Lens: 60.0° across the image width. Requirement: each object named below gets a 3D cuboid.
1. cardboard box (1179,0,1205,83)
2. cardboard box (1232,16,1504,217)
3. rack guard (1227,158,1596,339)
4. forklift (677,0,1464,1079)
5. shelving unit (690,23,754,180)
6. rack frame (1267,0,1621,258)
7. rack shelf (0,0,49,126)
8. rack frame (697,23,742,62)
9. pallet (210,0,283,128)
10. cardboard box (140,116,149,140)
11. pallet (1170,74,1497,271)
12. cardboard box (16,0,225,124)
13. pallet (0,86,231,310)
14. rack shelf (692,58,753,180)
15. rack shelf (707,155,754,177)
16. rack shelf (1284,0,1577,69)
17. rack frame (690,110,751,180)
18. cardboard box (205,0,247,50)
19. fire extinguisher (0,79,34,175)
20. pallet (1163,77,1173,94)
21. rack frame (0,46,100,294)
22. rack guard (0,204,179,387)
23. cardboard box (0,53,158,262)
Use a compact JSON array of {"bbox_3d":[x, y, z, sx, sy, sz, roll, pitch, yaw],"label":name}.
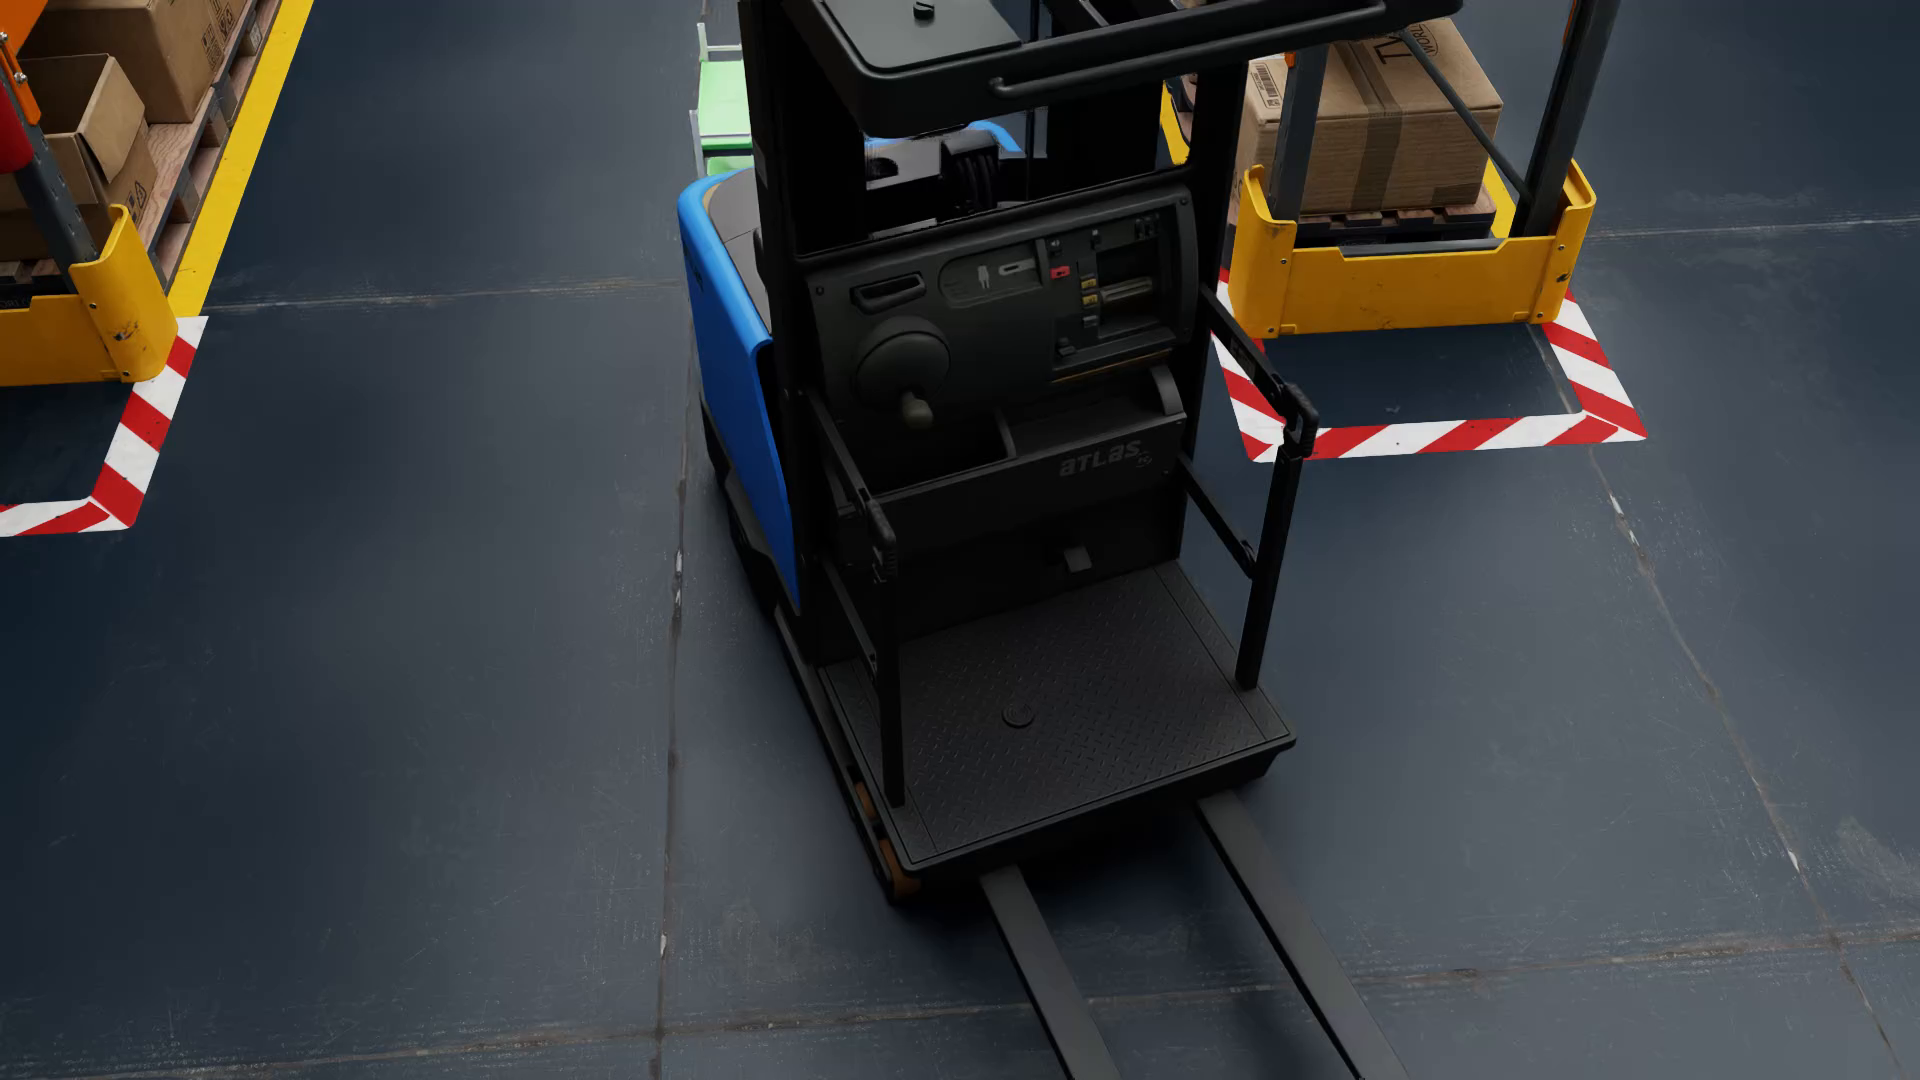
[{"bbox_3d":[1.335,-2.318,6.855,0.875,0.438,0.875,-2,47,-2],"label":"cardboard box"},{"bbox_3d":[1.420,-1.657,6.228,0.875,0.438,0.875,-5,47,-5],"label":"cardboard box"},{"bbox_3d":[1.576,-1.045,5.895,1.175,0.500,0.348,-3,47,-3],"label":"rack guard"},{"bbox_3d":[0.196,-0.428,3.637,1.130,2.935,3.031,-16,49,-15],"label":"forklift"},{"bbox_3d":[-0.669,-0.995,5.366,0.258,1.200,0.503,-3,47,-3],"label":"shelving unit"},{"bbox_3d":[1.574,-1.922,5.004,1.000,3.000,0.127,-3,47,-3],"label":"rack frame"},{"bbox_3d":[-3.539,-2.817,6.348,1.077,0.370,4.000,-3,47,-3],"label":"rack shelf"},{"bbox_3d":[-0.685,-1.172,5.534,0.240,1.200,0.015,-3,47,-3],"label":"rack frame"},{"bbox_3d":[-3.545,-2.171,7.161,1.003,0.211,1.213,-3,47,-3],"label":"pallet"},{"bbox_3d":[-3.325,-1.540,6.316,0.380,0.149,0.250,-5,47,-5],"label":"cardboard box"},{"bbox_3d":[1.430,-1.537,6.560,1.003,0.211,1.213,-3,47,-3],"label":"pallet"},{"bbox_3d":[-3.361,-1.971,6.484,0.700,0.500,0.500,-2,47,-2],"label":"cardboard box"},{"bbox_3d":[-3.446,-1.290,6.327,1.003,0.211,1.213,-3,47,-3],"label":"pallet"},{"bbox_3d":[-0.669,-1.281,5.064,0.258,0.148,0.480,-3,47,-3],"label":"rack shelf"},{"bbox_3d":[-0.669,-1.116,5.238,0.258,0.148,0.480,-3,47,-3],"label":"rack shelf"},{"bbox_3d":[1.407,-3.122,6.636,1.077,0.370,4.000,-3,47,-3],"label":"rack shelf"},{"bbox_3d":[-0.654,-0.818,5.199,0.240,1.200,0.015,-3,47,-3],"label":"rack frame"},{"bbox_3d":[-3.306,-2.360,6.852,0.500,0.500,0.500,-3,47,-3],"label":"cardboard box"},{"bbox_3d":[-2.899,-1.384,4.805,0.296,0.674,0.183,-3,47,-3],"label":"fire extinguisher"},{"bbox_3d":[1.331,-2.417,7.394,1.003,0.211,1.213,-3,47,-3],"label":"pallet"},{"bbox_3d":[-3.372,-1.617,4.716,1.000,3.000,0.127,-3,47,-3],"label":"rack frame"},{"bbox_3d":[-3.378,-0.813,5.676,1.175,0.500,0.348,-3,47,-3],"label":"rack guard"},{"bbox_3d":[-3.328,-1.352,5.894,0.797,0.503,0.637,-5,47,-5],"label":"cardboard box"}]
